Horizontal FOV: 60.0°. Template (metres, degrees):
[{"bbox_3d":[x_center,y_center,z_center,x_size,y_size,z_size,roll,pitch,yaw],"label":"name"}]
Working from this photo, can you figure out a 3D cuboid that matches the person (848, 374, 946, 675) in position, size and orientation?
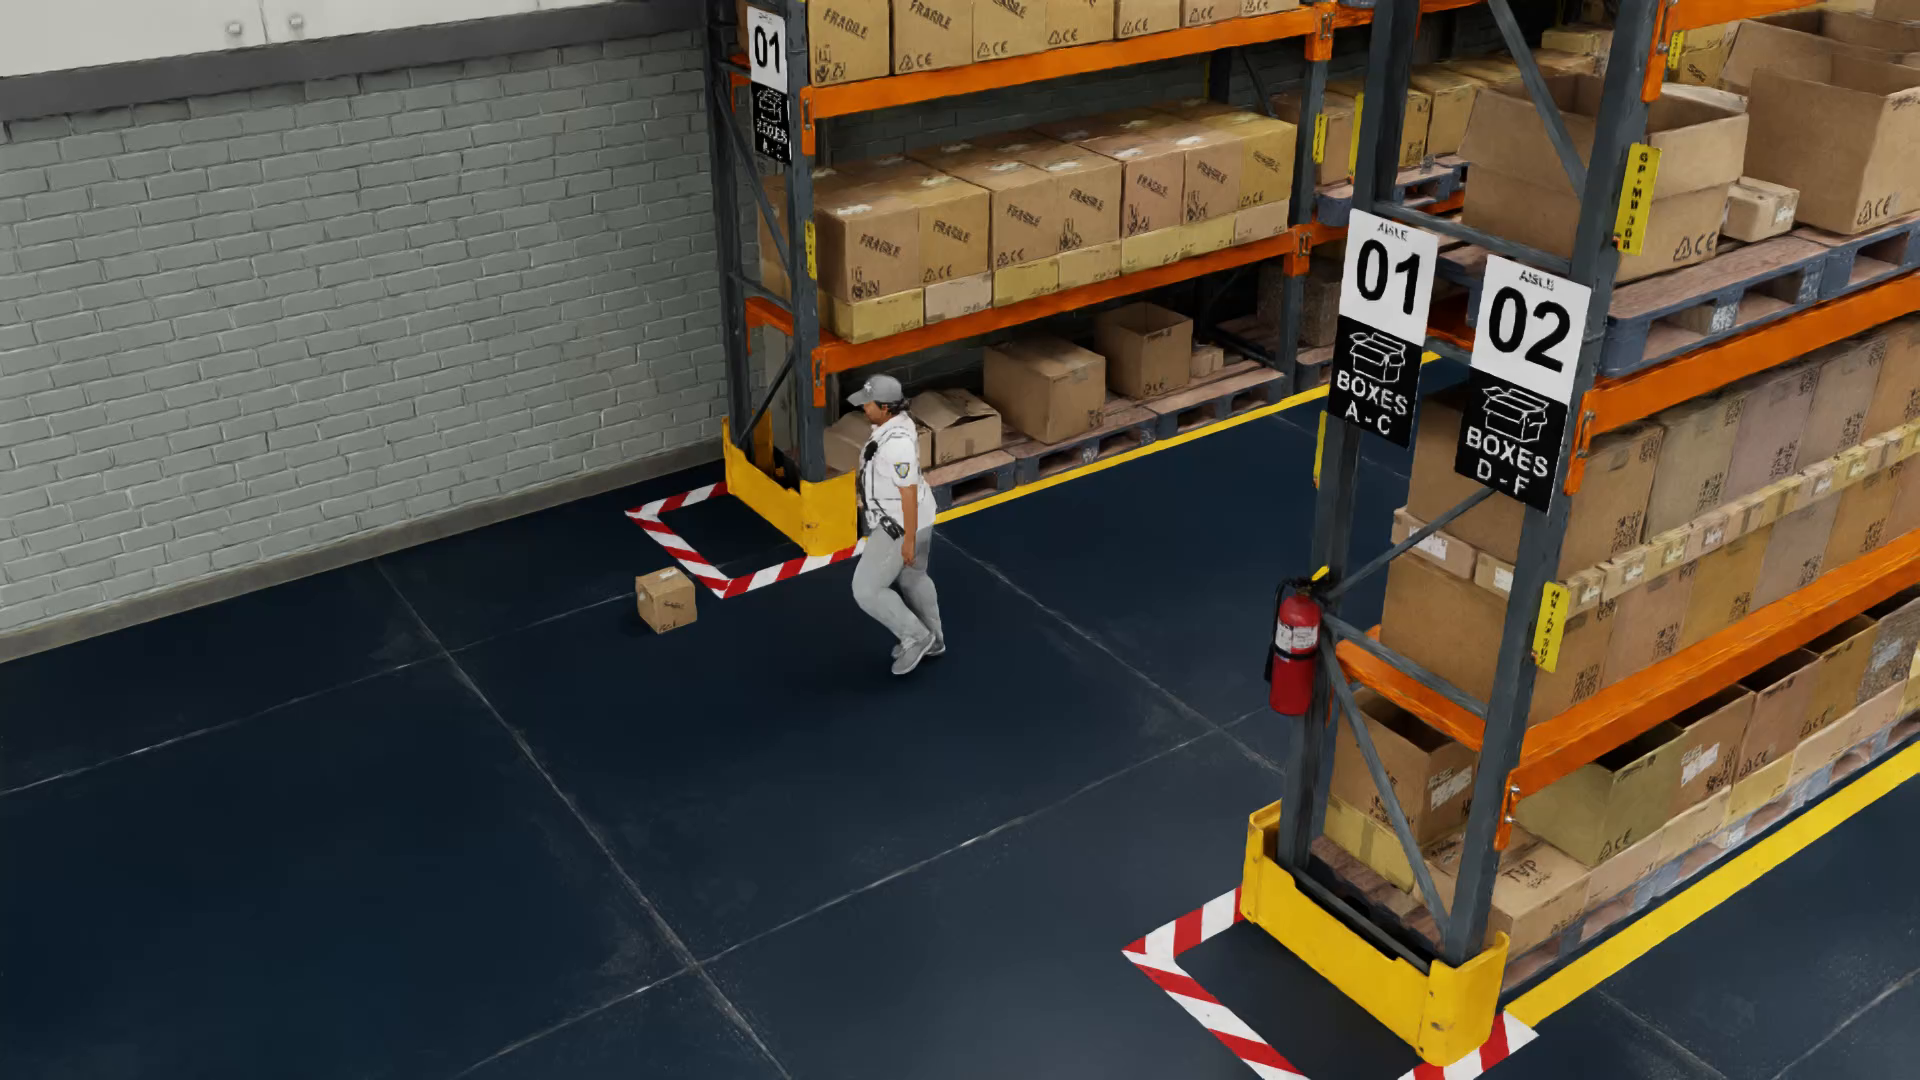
[{"bbox_3d":[-0.327,-0.085,8.747,0.492,1.654,0.524,1,29,2],"label":"person"}]
